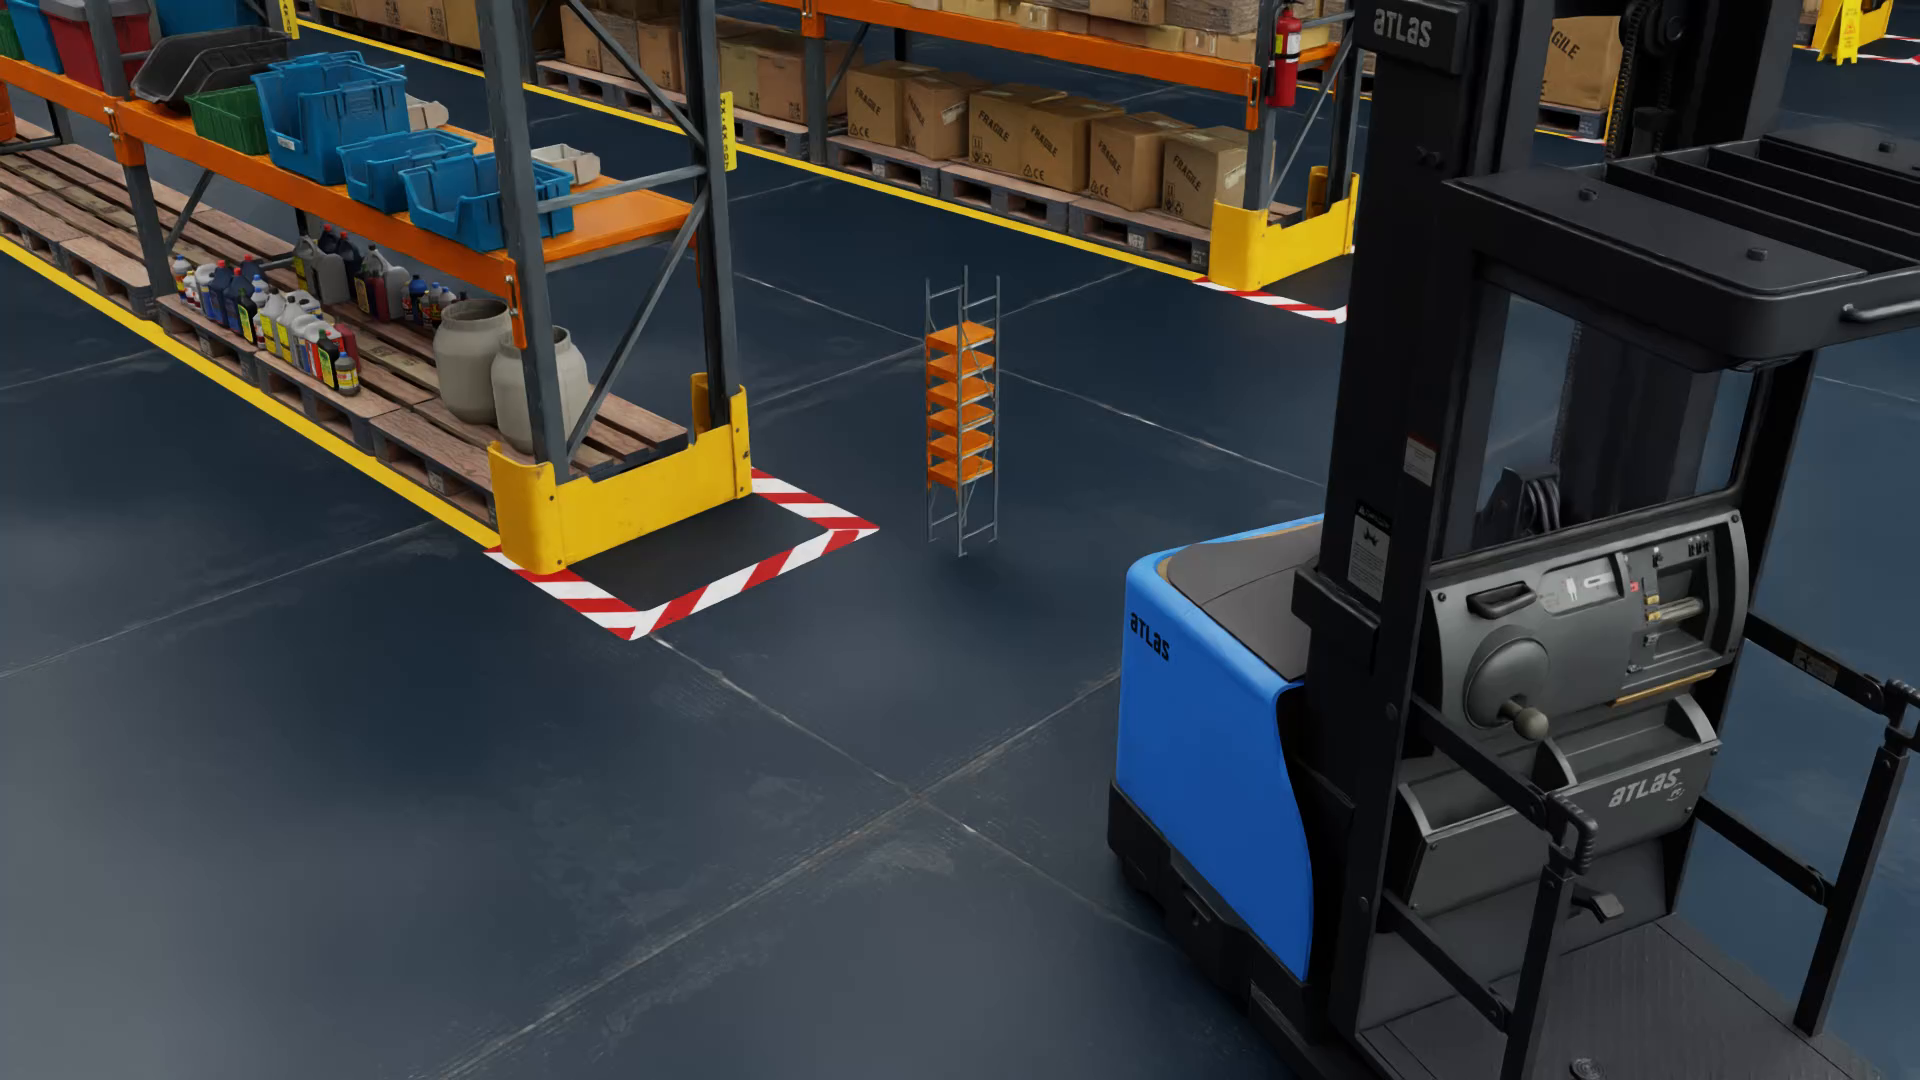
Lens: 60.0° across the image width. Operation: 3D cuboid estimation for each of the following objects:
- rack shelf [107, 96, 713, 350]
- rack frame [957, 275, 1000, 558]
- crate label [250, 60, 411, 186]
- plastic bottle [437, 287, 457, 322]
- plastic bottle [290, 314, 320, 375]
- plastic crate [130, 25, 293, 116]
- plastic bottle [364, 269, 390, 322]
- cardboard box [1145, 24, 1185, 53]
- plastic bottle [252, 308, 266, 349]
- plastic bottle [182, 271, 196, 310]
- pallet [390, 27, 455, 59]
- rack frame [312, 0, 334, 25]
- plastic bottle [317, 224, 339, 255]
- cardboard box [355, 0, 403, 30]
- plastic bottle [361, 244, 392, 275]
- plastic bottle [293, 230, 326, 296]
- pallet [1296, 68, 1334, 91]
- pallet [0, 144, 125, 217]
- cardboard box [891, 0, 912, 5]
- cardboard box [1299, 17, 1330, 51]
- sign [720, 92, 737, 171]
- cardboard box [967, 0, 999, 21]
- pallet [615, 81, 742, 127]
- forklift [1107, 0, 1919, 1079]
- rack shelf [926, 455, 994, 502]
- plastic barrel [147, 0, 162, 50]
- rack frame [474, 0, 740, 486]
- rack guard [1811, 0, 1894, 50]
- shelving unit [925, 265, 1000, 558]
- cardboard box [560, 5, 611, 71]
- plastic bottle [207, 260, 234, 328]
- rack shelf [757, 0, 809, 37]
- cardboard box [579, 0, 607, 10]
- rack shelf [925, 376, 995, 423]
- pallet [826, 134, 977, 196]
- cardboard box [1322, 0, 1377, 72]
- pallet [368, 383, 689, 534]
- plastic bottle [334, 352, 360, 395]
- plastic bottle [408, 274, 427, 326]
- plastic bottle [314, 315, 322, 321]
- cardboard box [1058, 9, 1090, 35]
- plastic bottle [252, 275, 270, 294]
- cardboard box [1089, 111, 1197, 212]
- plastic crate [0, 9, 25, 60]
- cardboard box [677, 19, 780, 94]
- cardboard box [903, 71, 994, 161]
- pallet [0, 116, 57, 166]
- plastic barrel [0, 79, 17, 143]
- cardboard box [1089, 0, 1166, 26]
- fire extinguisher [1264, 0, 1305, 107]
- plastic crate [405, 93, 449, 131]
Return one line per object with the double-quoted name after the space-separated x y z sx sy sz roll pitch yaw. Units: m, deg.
-2.803 -1.742 8.114 4.000 0.370 1.077 25 36 38 "rack shelf"
0.076 -0.496 6.905 0.006 1.200 0.240 25 36 38 "rack frame"
-2.879 -1.935 7.668 0.616 0.435 0.502 25 36 38 "crate label"
-2.696 -1.202 8.772 0.097 0.271 0.097 0 28 0 "plastic bottle"
-3.253 -0.988 8.359 0.135 0.276 0.152 23 36 37 "plastic bottle"
-3.945 -2.473 8.797 0.504 0.338 0.767 25 36 38 "plastic crate"
-3.162 -1.333 9.009 0.133 0.283 0.061 25 36 38 "plastic bottle"
1.355 -3.111 10.214 0.250 0.149 0.380 25 36 38 "cardboard box"
-3.624 -1.107 8.666 0.097 0.201 0.097 0 28 0 "plastic bottle"
-4.237 -1.387 9.199 0.097 0.201 0.097 0 28 0 "plastic bottle"
-4.984 -5.108 16.738 1.213 0.211 1.003 25 36 38 "pallet"
-6.461 -6.967 17.278 0.127 3.000 1.000 25 36 38 "rack frame"
-3.568 -1.621 9.484 0.185 0.351 0.144 23 36 37 "plastic bottle"
-5.353 -5.719 16.736 0.875 0.875 1.225 23 36 37 "cardboard box"
-3.201 -1.453 9.164 0.185 0.351 0.144 24 36 38 "plastic bottle"
-3.669 -1.573 9.393 0.185 0.351 0.144 25 36 38 "plastic bottle"
3.280 -4.462 15.509 1.213 0.211 1.003 25 36 38 "pallet"
-6.556 -2.519 11.813 1.213 0.211 1.003 25 36 38 "pallet"
-0.263 -3.839 11.598 0.250 0.149 0.380 25 36 38 "cardboard box"
2.060 -3.113 10.217 0.250 0.149 0.380 25 36 38 "cardboard box"
-0.988 -1.712 6.985 0.005 0.325 0.100 25 36 38 "sign"
0.265 -3.591 11.126 0.250 0.149 0.380 25 36 38 "cardboard box"
-2.187 -3.775 14.202 1.213 0.211 1.003 25 36 38 "pallet"
1.554 0.230 3.664 1.130 2.935 3.031 -12 30 -22 "forklift"
0.010 -0.275 7.094 0.180 0.103 0.258 25 36 38 "rack shelf"
-4.758 -3.158 9.888 0.433 0.535 0.433 0 28 0 "plastic barrel"
-1.377 -1.408 6.705 0.127 3.000 1.000 25 36 38 "rack frame"
8.989 -5.259 16.715 0.348 0.500 1.175 25 36 38 "rack guard"
0.010 -0.526 6.962 0.189 1.200 0.258 25 36 38 "shelving unit"
-3.117 -4.539 14.872 0.500 0.500 0.700 22 35 36 "cardboard box"
-3.945 -1.335 8.939 0.144 0.351 0.185 -24 36 -38 "plastic bottle"
-2.183 -4.691 13.722 4.000 0.370 1.077 25 36 38 "rack shelf"
-3.110 -4.874 14.703 0.500 0.250 0.500 -24 36 -37 "cardboard box"
0.010 -0.593 6.927 0.180 0.103 0.258 25 36 38 "rack shelf"
-0.253 -2.915 12.568 1.213 0.211 1.003 25 36 38 "pallet"
3.838 -4.694 14.786 0.875 0.875 0.875 25 37 39 "cardboard box"
-2.040 -0.450 7.879 1.213 0.211 1.003 25 36 38 "pallet"
-2.994 -0.818 8.117 0.097 0.201 0.097 0 28 0 "plastic bottle"
-2.912 -1.301 8.960 0.097 0.271 0.097 0 28 0 "plastic bottle"
-3.321 -1.062 8.580 0.097 0.201 0.097 0 28 0 "plastic bottle"
0.845 -3.368 10.701 0.250 0.149 0.380 25 36 38 "cardboard box"
-3.756 -1.292 8.943 0.097 0.271 0.097 0 28 0 "plastic bottle"
1.212 -2.524 11.062 0.500 0.500 0.500 -15 31 -27 "cardboard box"
-5.669 -3.094 10.139 0.662 0.188 0.450 25 36 38 "plastic crate"
-1.906 -3.997 13.842 0.500 0.500 0.700 21 34 34 "cardboard box"
-0.086 -3.108 12.173 0.500 0.500 0.500 -13 31 -24 "cardboard box"
-7.673 -3.028 12.781 1.213 0.211 1.003 25 36 38 "pallet"
-7.442 -3.398 12.370 0.708 0.830 0.600 25 36 38 "plastic barrel"
1.282 -3.540 10.332 0.500 0.500 0.875 25 36 38 "cardboard box"
1.854 -2.827 9.487 0.183 0.674 0.296 25 36 38 "fire extinguisher"
-2.894 -2.151 8.401 0.437 0.136 0.530 25 36 38 "plastic crate"
